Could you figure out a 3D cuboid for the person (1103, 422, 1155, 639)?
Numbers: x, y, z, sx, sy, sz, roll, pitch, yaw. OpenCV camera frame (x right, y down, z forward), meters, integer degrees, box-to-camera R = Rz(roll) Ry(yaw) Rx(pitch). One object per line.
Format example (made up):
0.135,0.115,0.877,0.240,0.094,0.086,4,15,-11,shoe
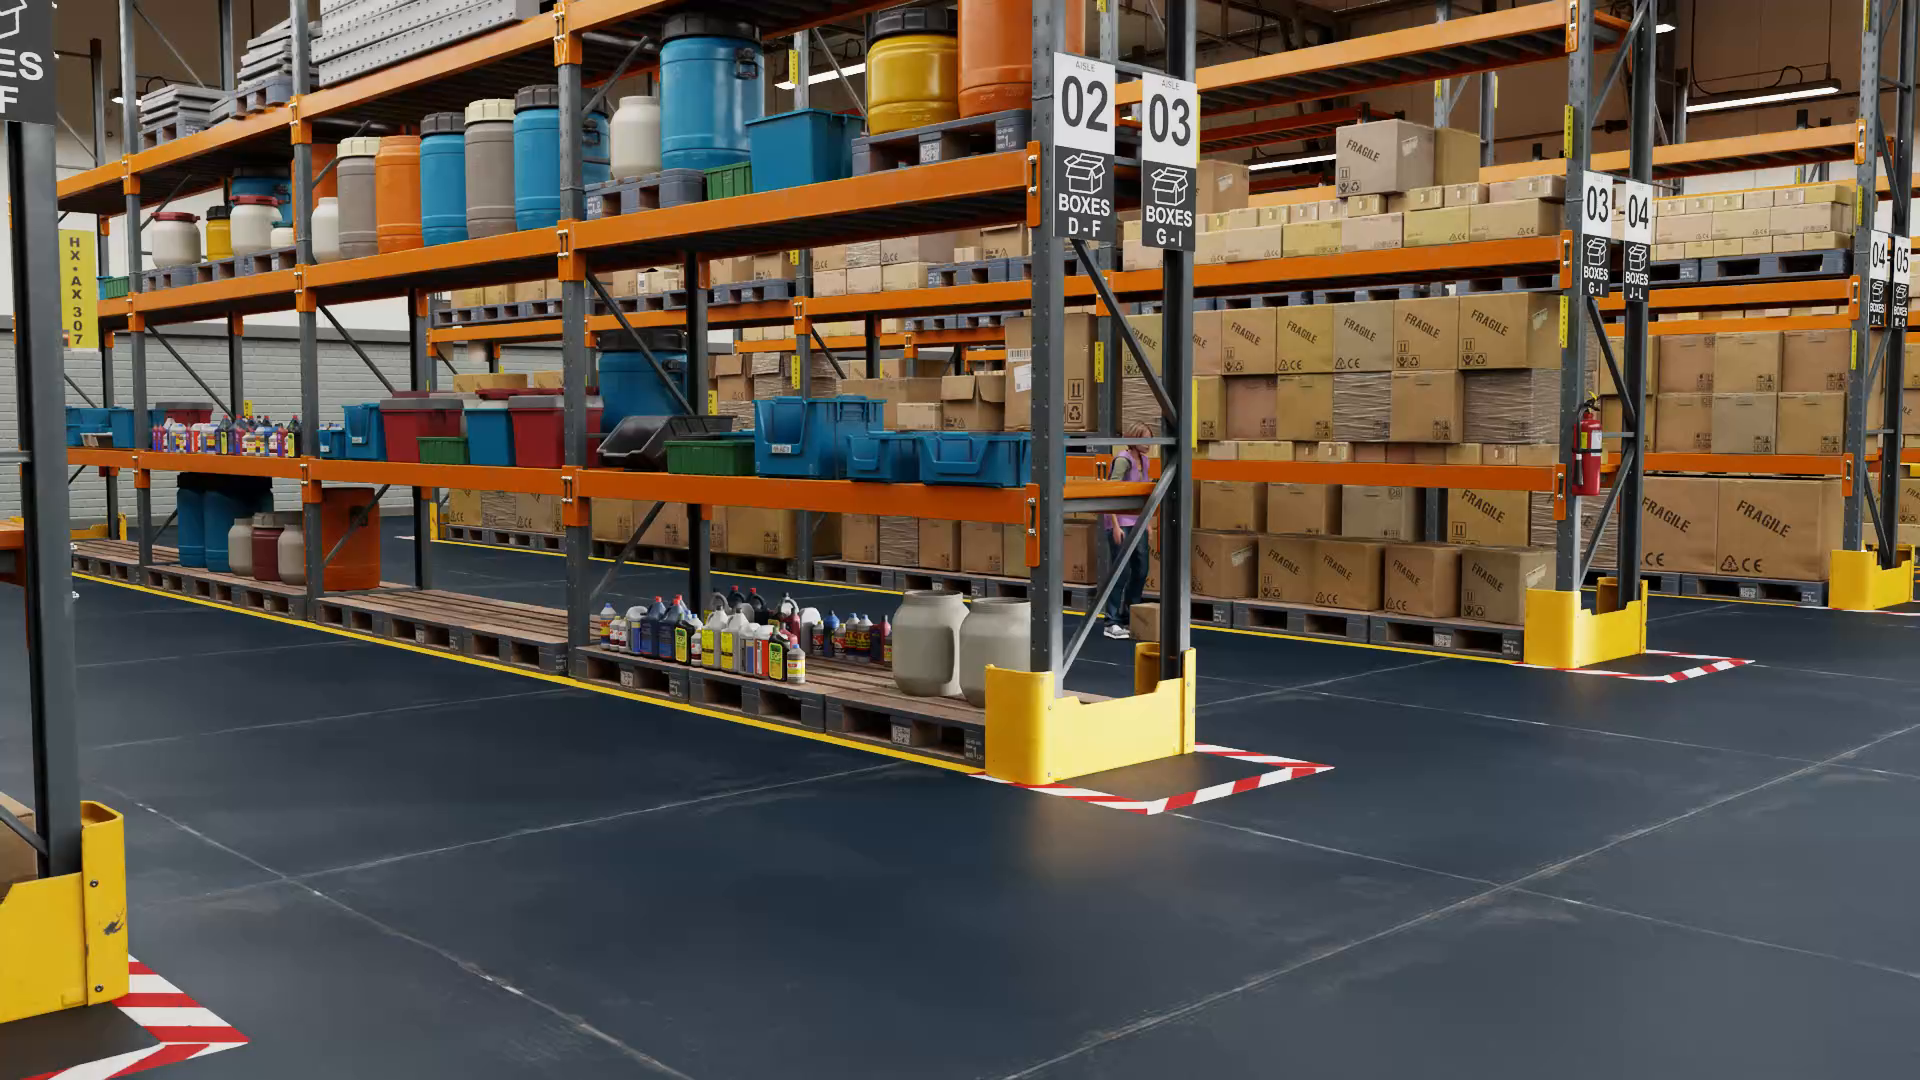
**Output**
1.258,-0.078,12.359,0.340,1.594,0.483,4,6,44,person
